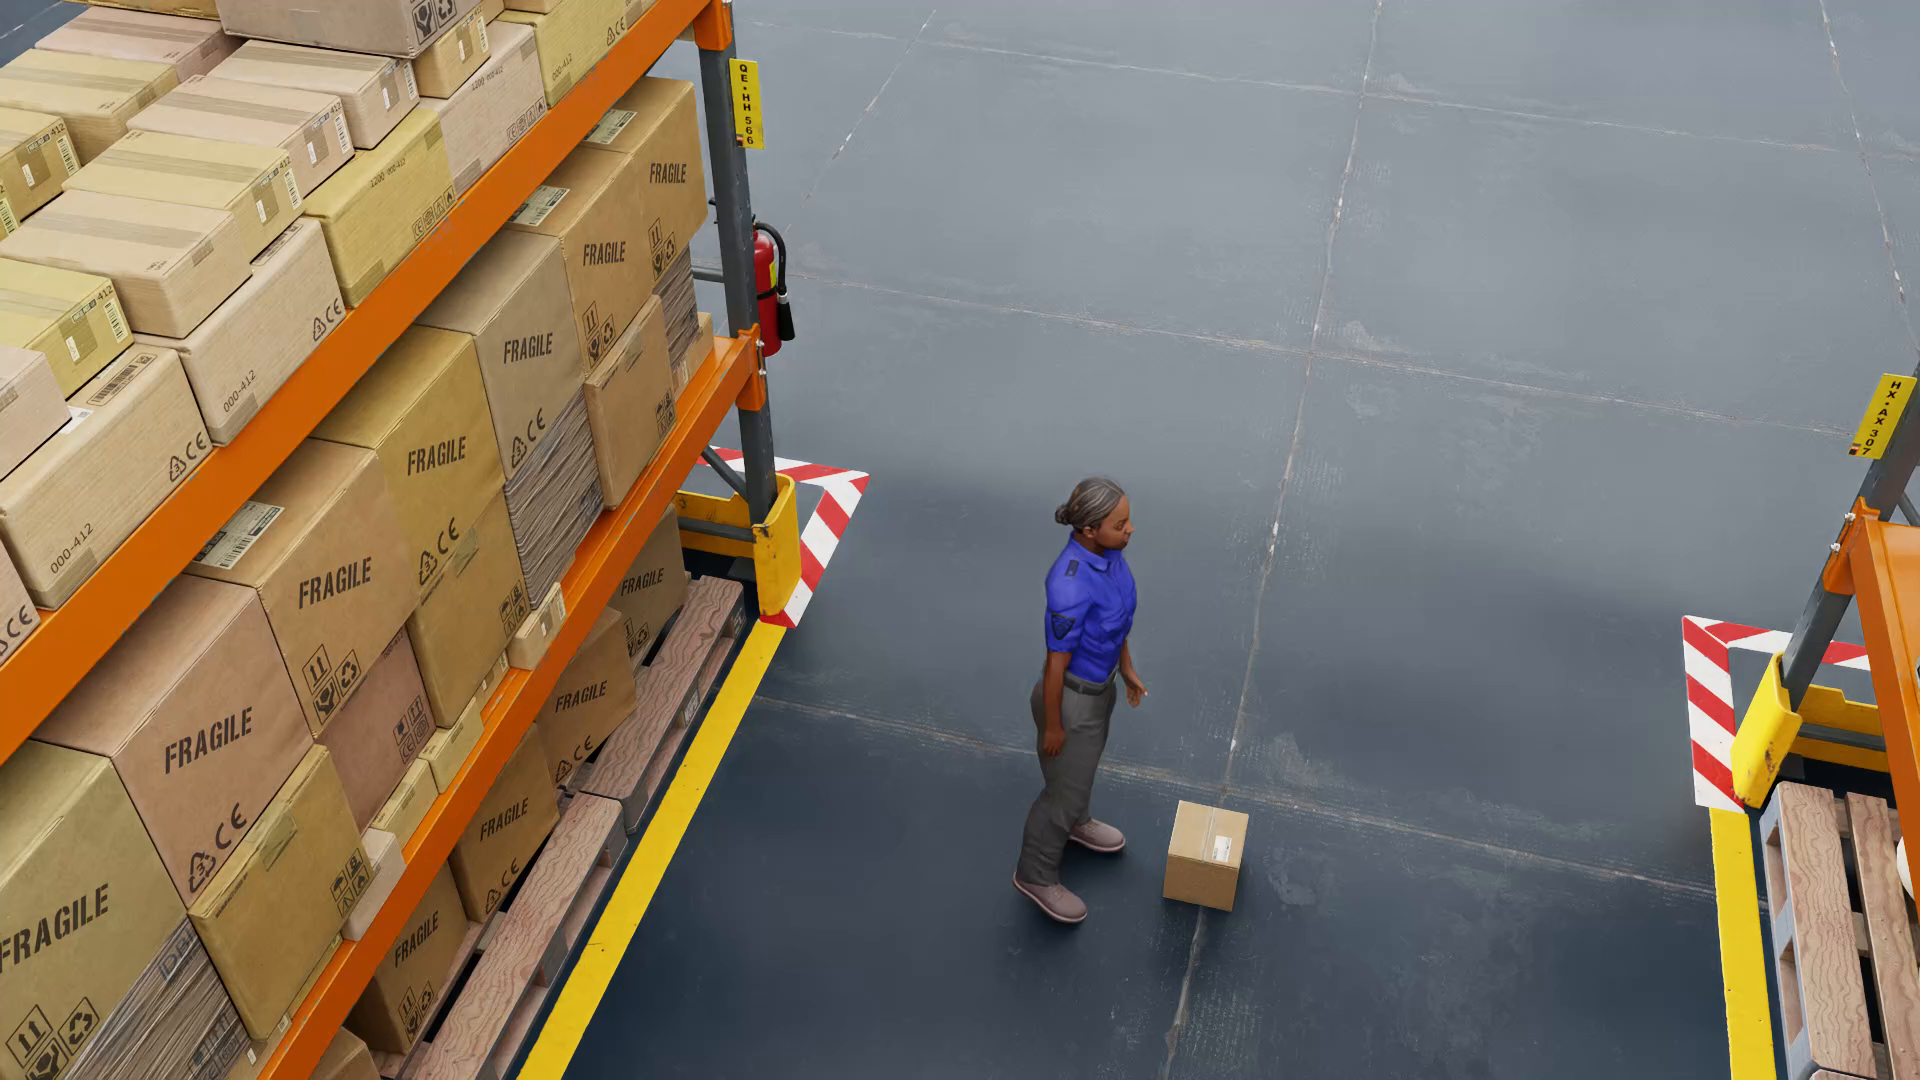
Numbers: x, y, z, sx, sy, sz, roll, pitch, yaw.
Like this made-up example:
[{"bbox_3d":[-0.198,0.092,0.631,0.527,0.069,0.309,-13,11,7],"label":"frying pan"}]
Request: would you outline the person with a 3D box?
[{"bbox_3d":[0.419,0.537,5.544,0.372,1.663,0.606,10,42,11],"label":"person"}]
